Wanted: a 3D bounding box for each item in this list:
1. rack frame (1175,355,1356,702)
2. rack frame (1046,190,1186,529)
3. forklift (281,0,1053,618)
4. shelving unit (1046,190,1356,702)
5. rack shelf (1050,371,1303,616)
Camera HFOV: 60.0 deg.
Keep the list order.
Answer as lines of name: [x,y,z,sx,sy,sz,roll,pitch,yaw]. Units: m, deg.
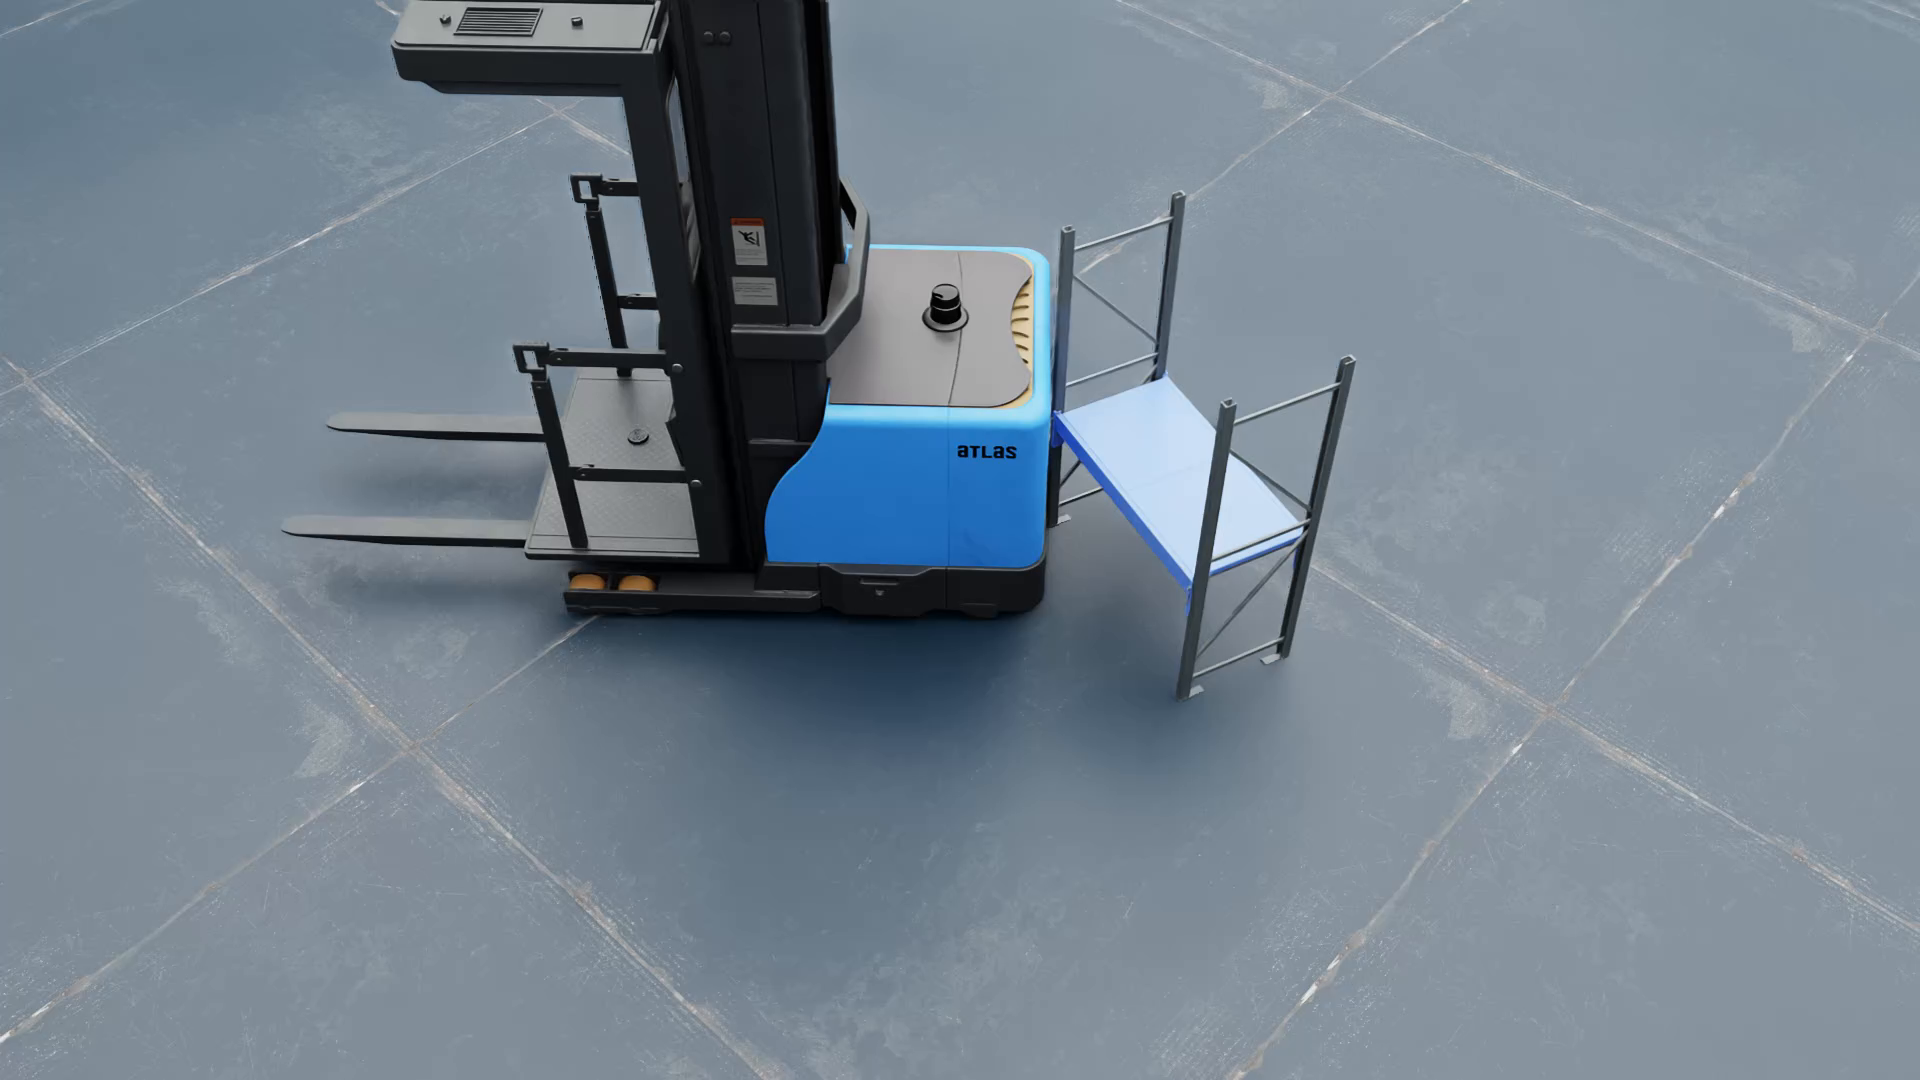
rack frame: [1.045,0.008,5.823,0.500,1.500,0.032,-20,50,-18]
rack frame: [0.583,-0.652,6.442,0.500,1.500,0.032,-20,50,-18]
forklift: [-1.168,-1.092,5.873,3.031,2.935,1.130,1,47,1]
shelving unit: [0.814,-0.322,6.132,0.538,1.500,1.048,-20,50,-18]
rack shelf: [0.814,-0.199,6.264,0.538,0.185,1.000,-20,50,-18]
